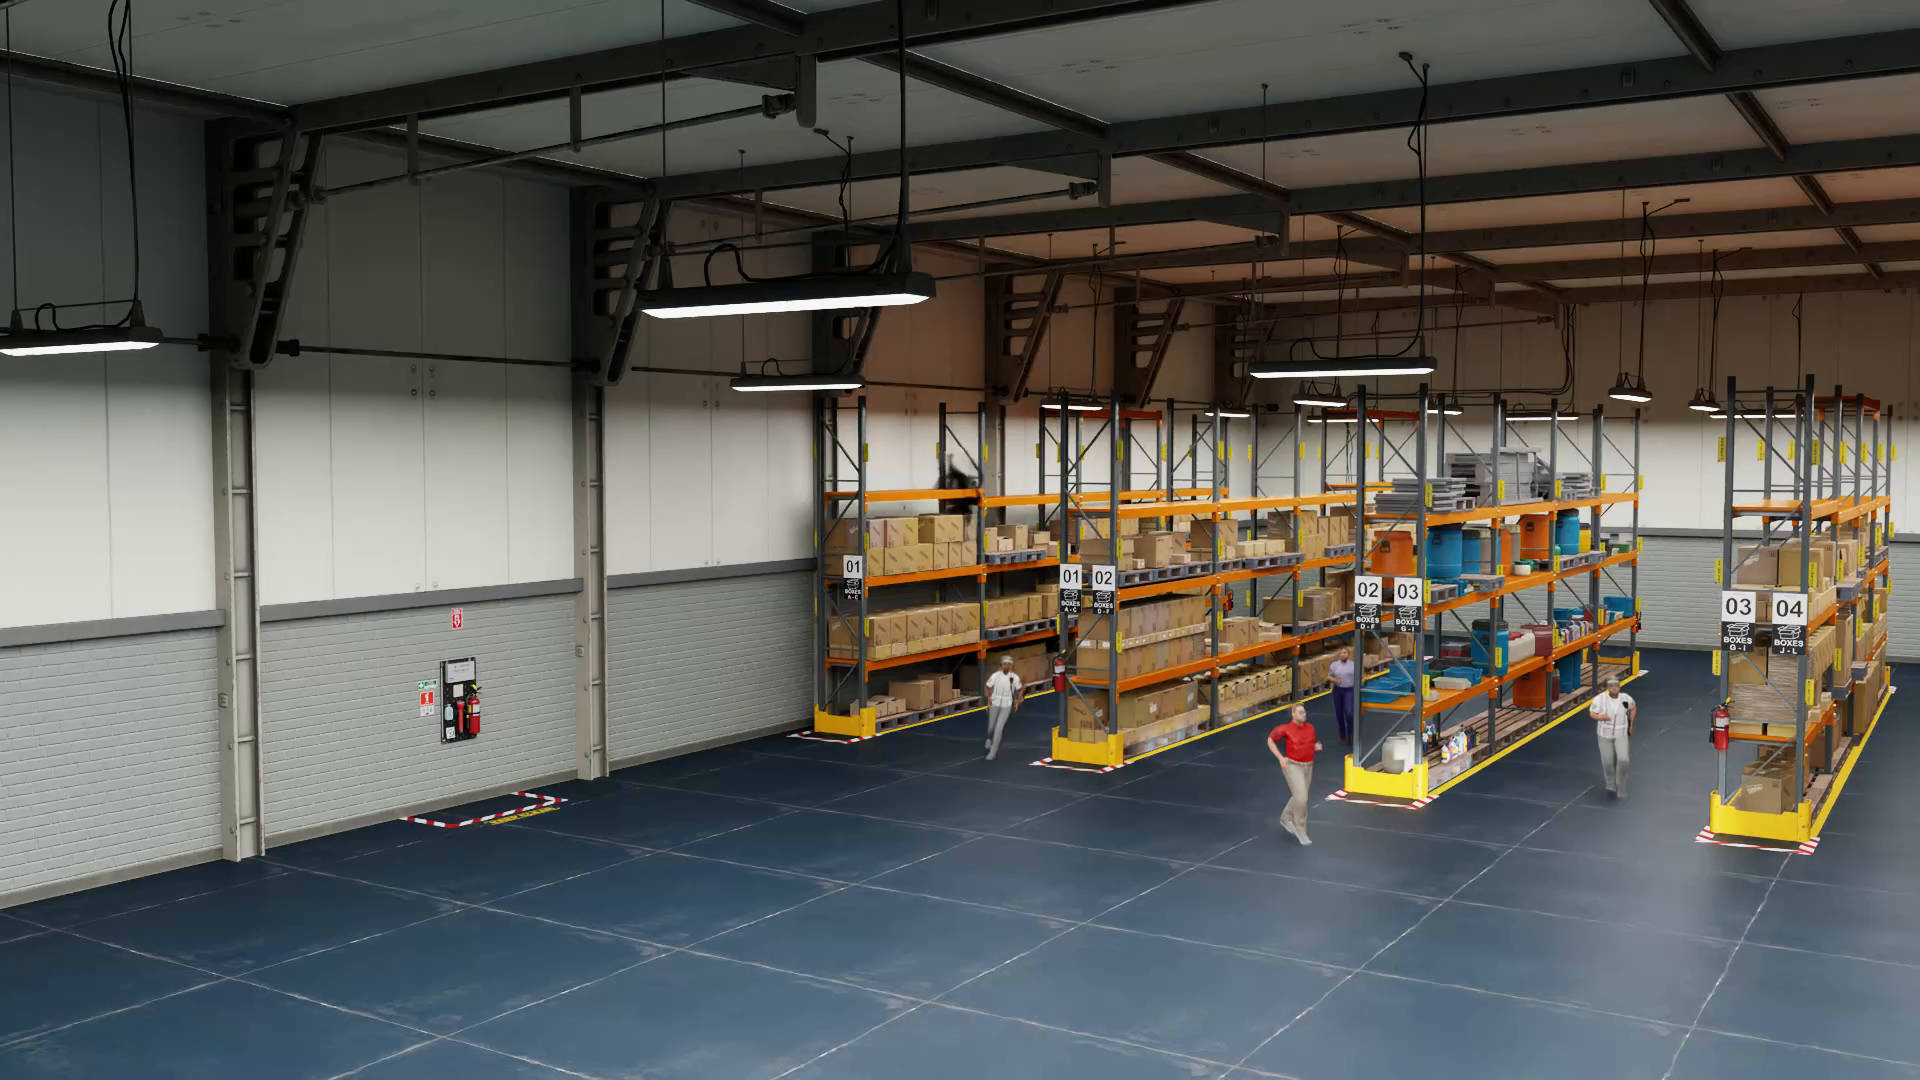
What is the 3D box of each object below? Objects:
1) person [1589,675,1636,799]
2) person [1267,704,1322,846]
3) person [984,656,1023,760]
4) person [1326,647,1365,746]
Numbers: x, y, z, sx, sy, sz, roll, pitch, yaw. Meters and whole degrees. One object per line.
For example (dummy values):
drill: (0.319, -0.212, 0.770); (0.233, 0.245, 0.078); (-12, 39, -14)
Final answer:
person: (9.509, 2.862, 24.234); (0.641, 1.815, 0.790); (1, 3, 19)
person: (4.368, 3.017, 21.520); (0.643, 1.794, 0.760); (-2, 4, -33)
person: (0.696, 2.690, 26.926); (0.640, 1.644, 0.820); (0, 3, 6)
person: (6.623, 2.686, 28.648); (0.595, 1.696, 0.713); (1, 3, 25)
